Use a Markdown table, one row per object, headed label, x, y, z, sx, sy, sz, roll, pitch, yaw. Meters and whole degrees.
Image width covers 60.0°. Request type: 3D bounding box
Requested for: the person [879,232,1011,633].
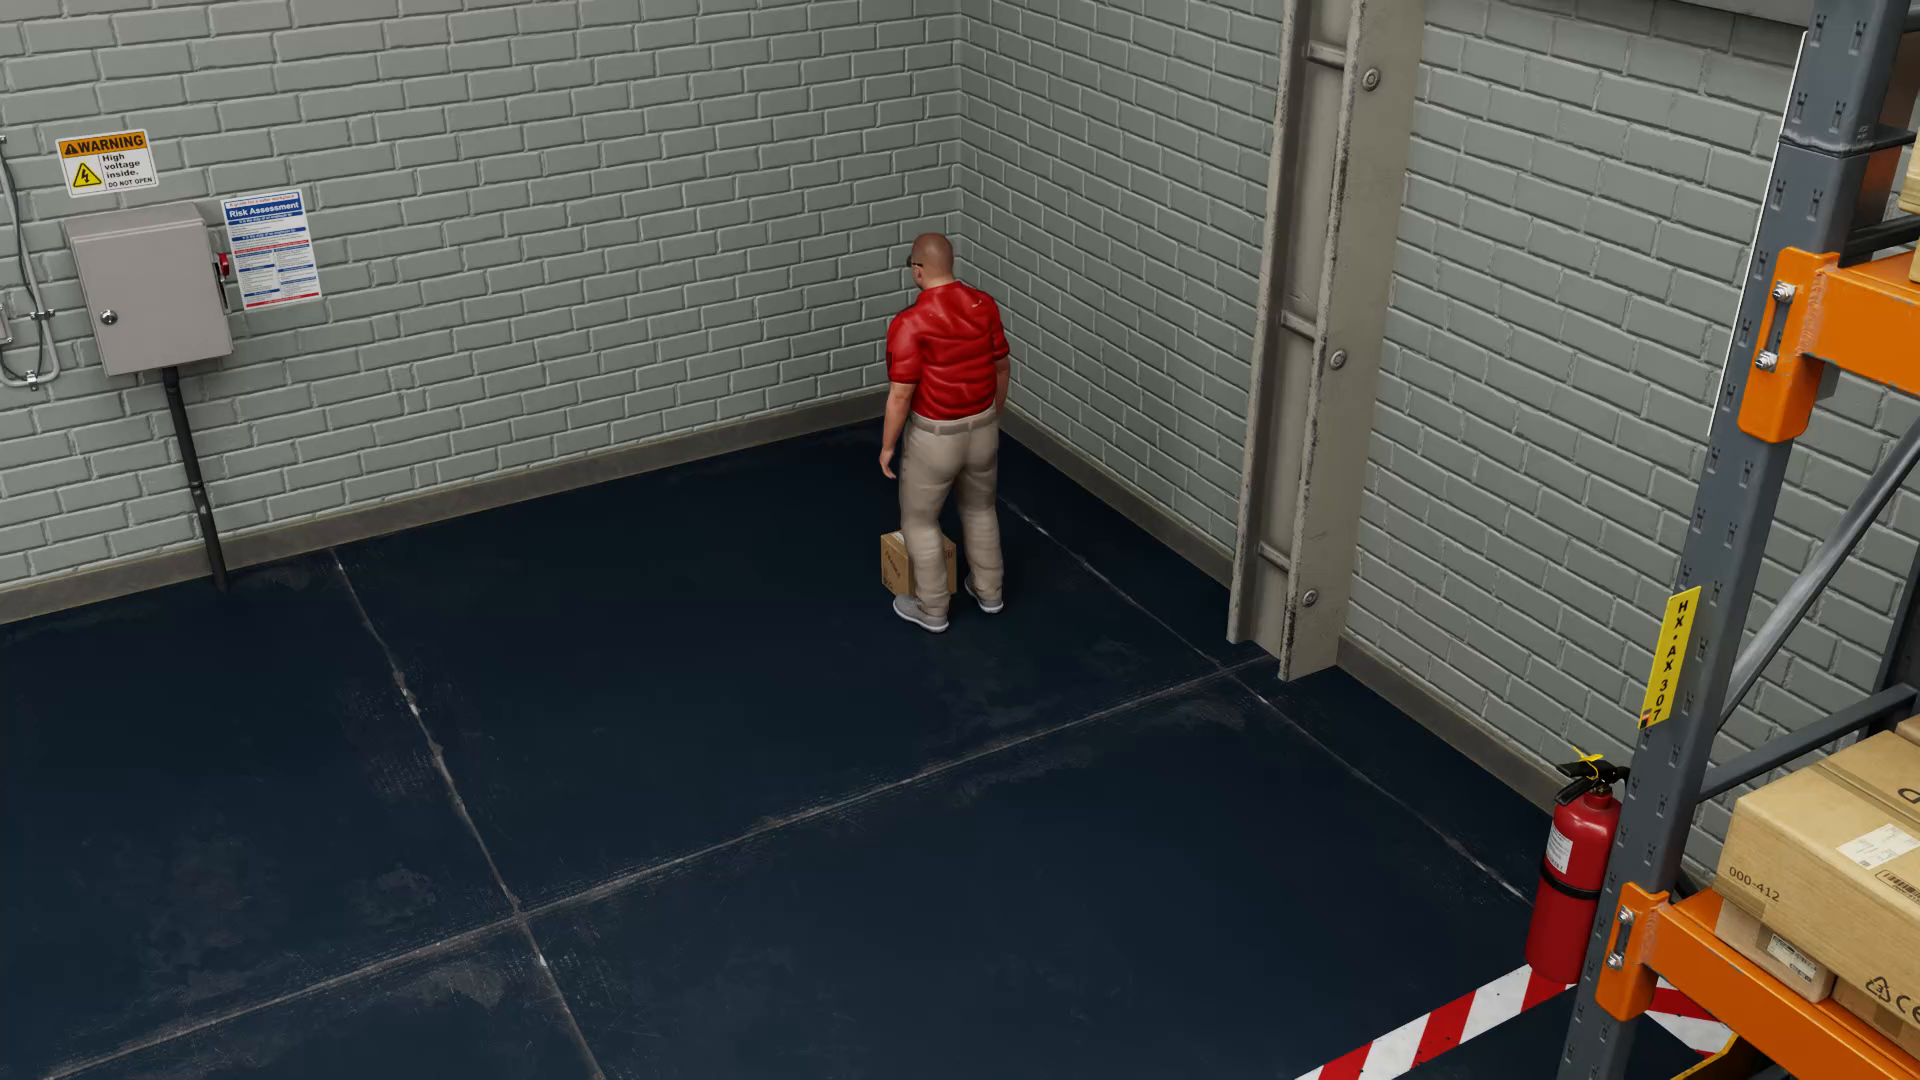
| label | x | y | z | sx | sy | sz | roll | pitch | yaw |
| --- | --- | --- | --- | --- | --- | --- | --- | --- | --- |
| person | -0.057 | -0.433 | 6.925 | 0.604 | 1.728 | 0.384 | -17 | 33 | -28 |
